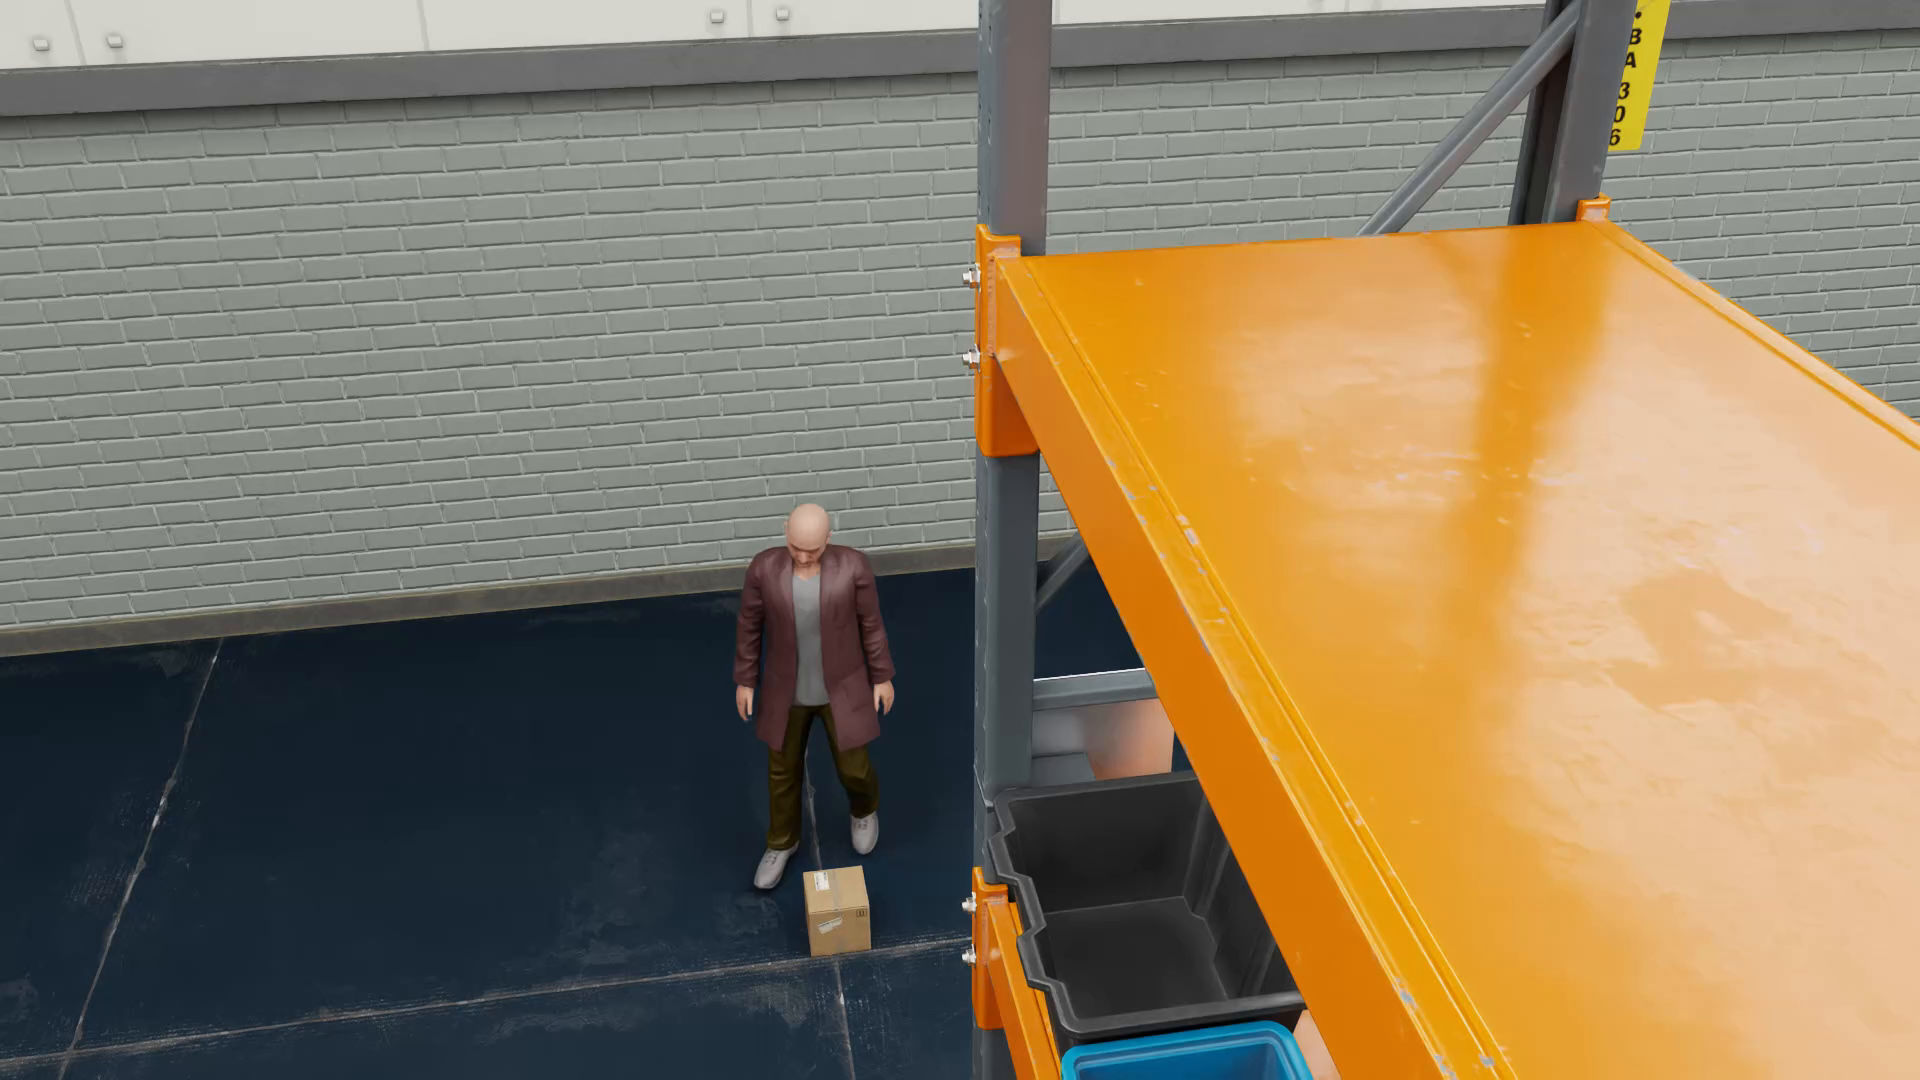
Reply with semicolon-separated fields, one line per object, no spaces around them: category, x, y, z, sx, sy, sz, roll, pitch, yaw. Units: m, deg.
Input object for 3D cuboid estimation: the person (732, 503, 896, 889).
person;-0.624;0.636;7.039;0.691;1.777;0.586;2;30;3
